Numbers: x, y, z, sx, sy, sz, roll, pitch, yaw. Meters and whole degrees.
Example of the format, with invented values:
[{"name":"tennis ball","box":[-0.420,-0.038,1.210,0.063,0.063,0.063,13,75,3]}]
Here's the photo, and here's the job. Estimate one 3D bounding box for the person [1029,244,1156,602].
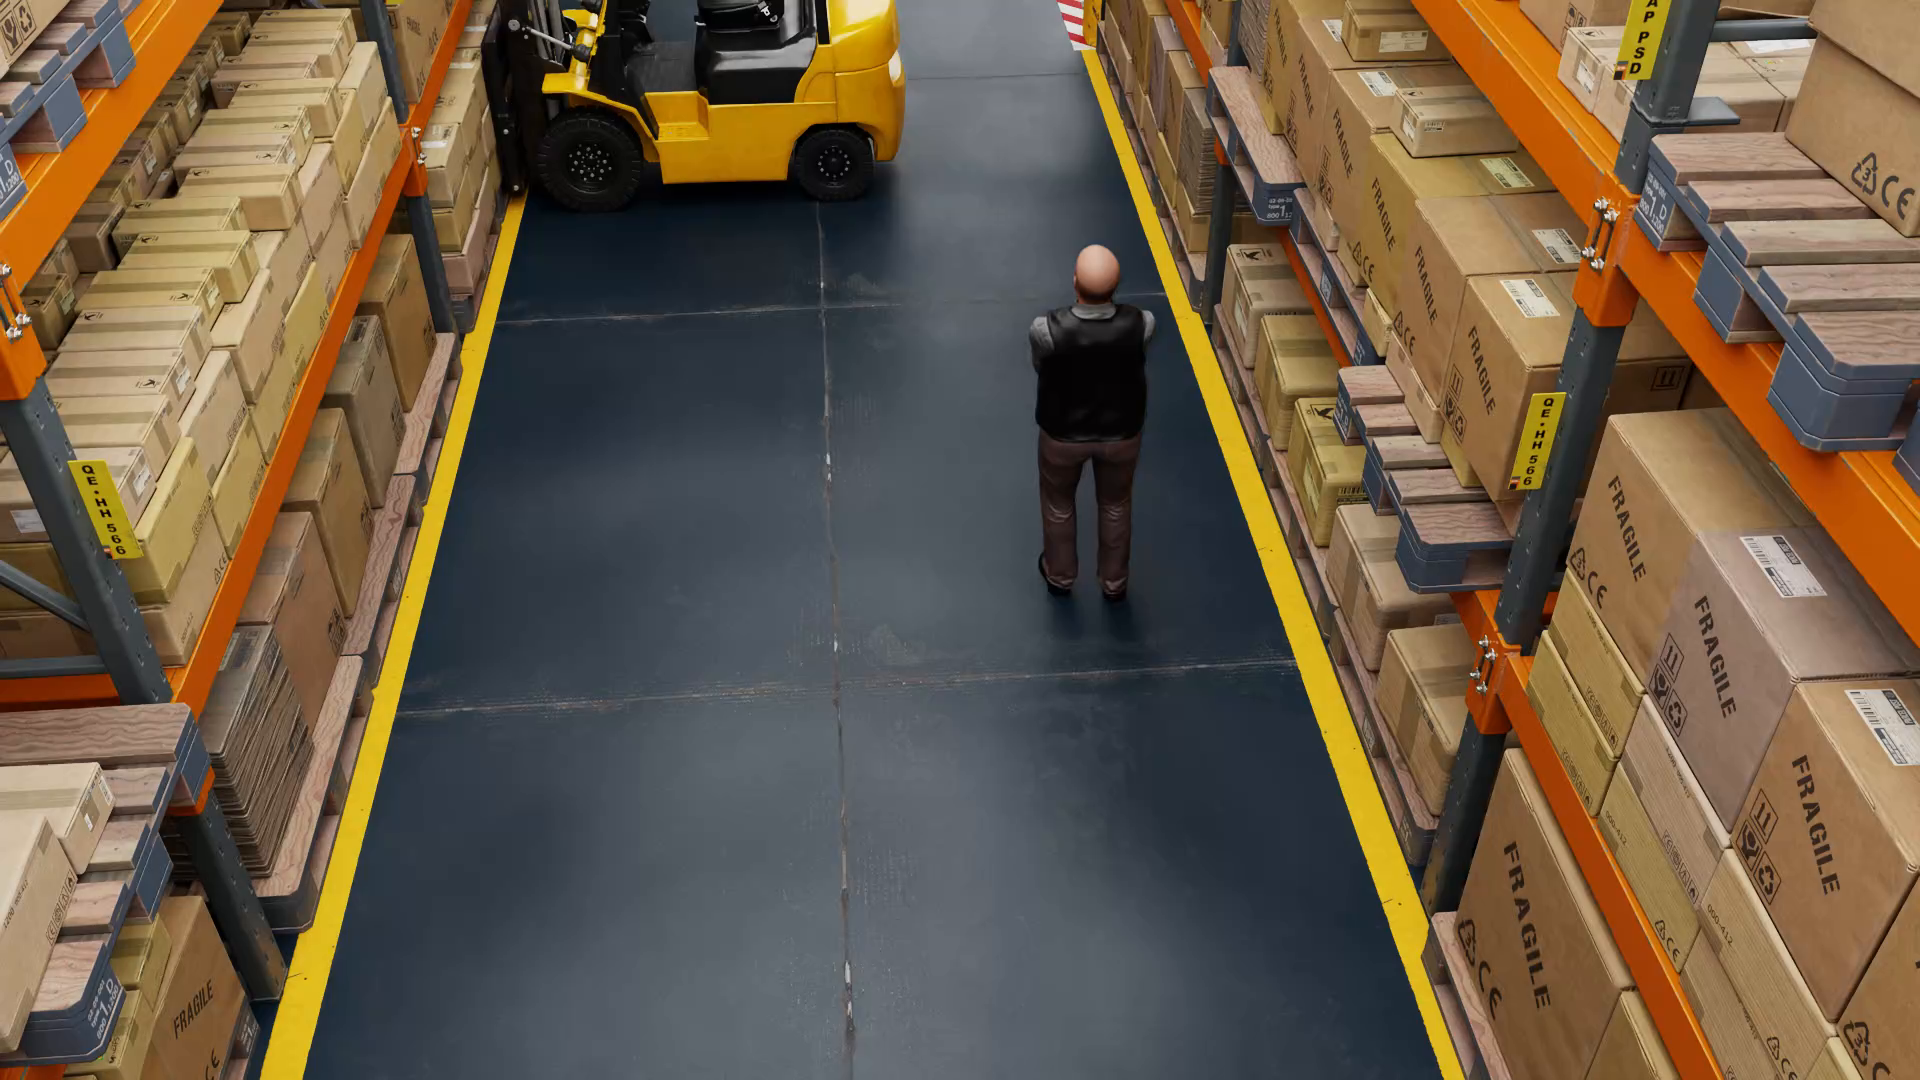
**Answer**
[{"name":"person","box":[0.502,-0.508,6.811,0.494,1.712,0.559,-3,39,-4]}]
